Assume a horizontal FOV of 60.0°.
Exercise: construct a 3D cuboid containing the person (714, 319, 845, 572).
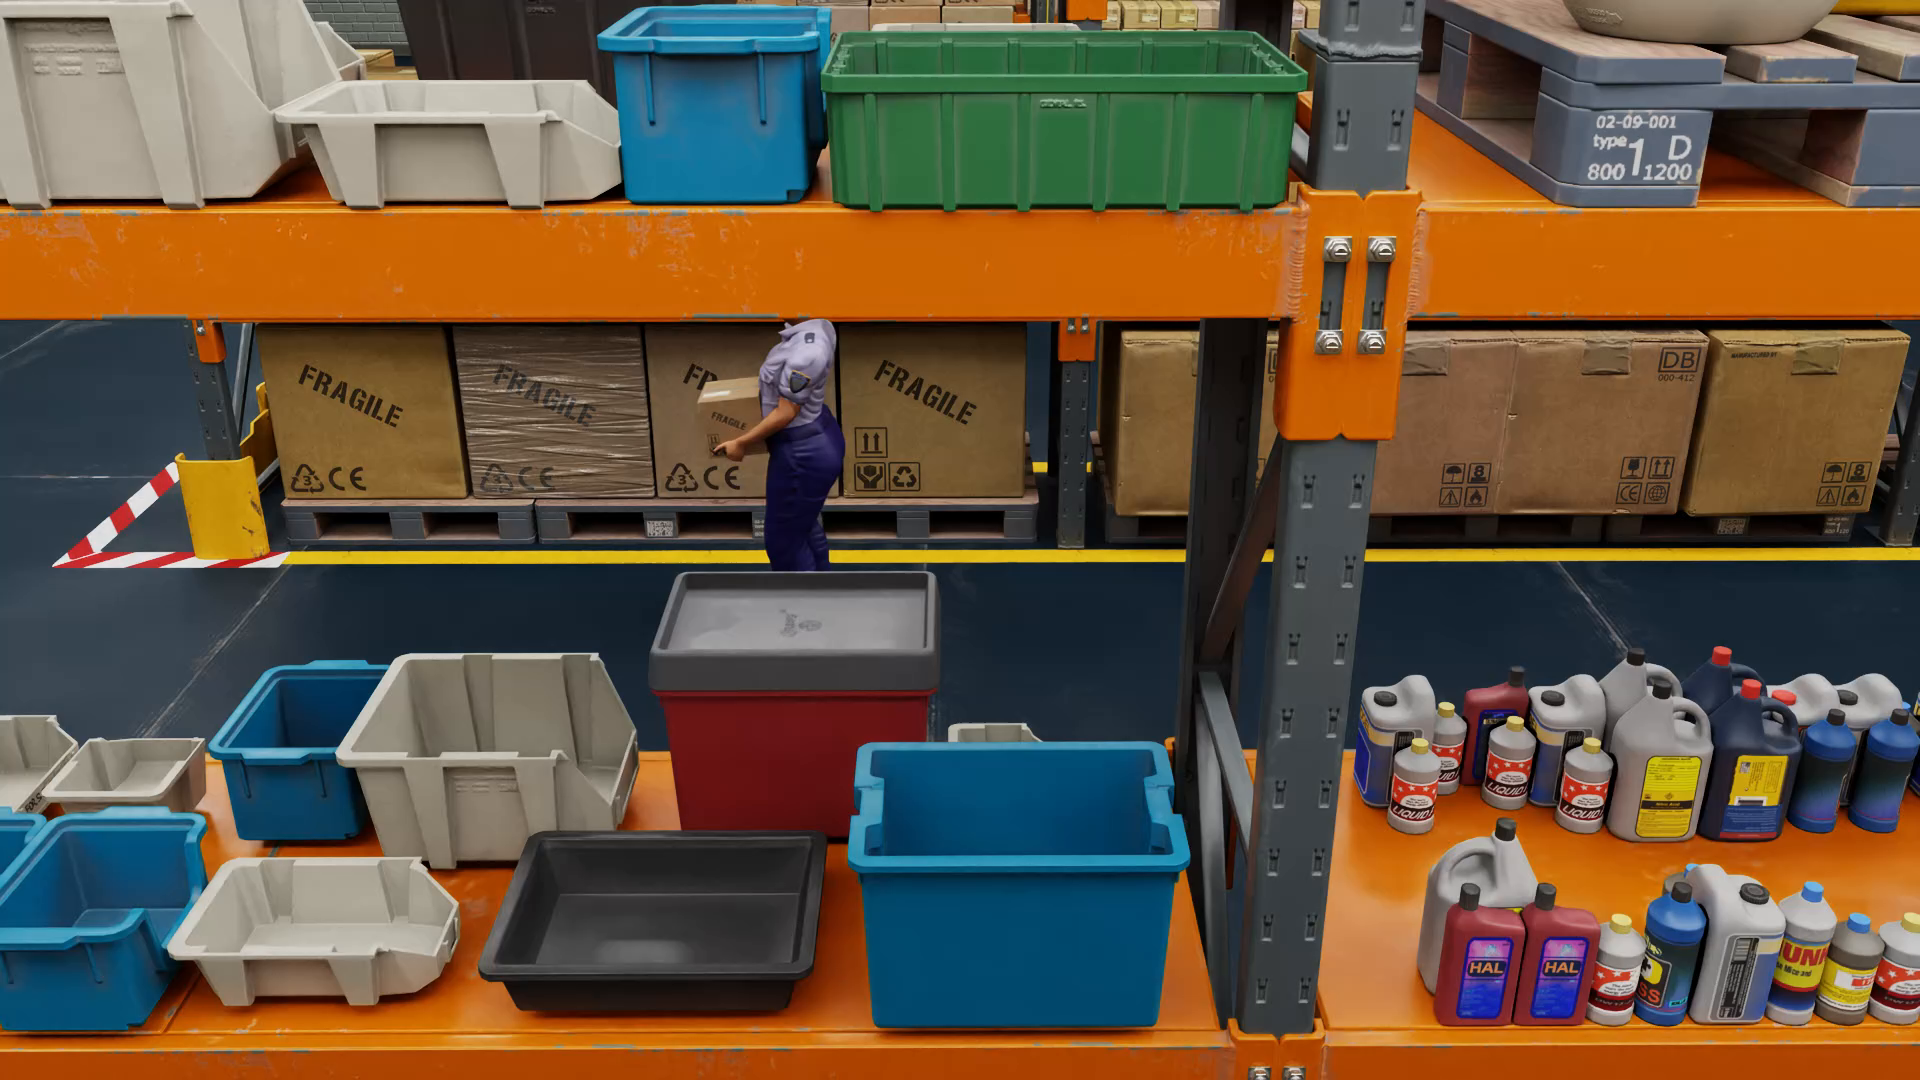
[{"bbox_3d":[-0.739,-0.339,6.886,0.519,1.634,0.452,0,24,0],"label":"person"}]
